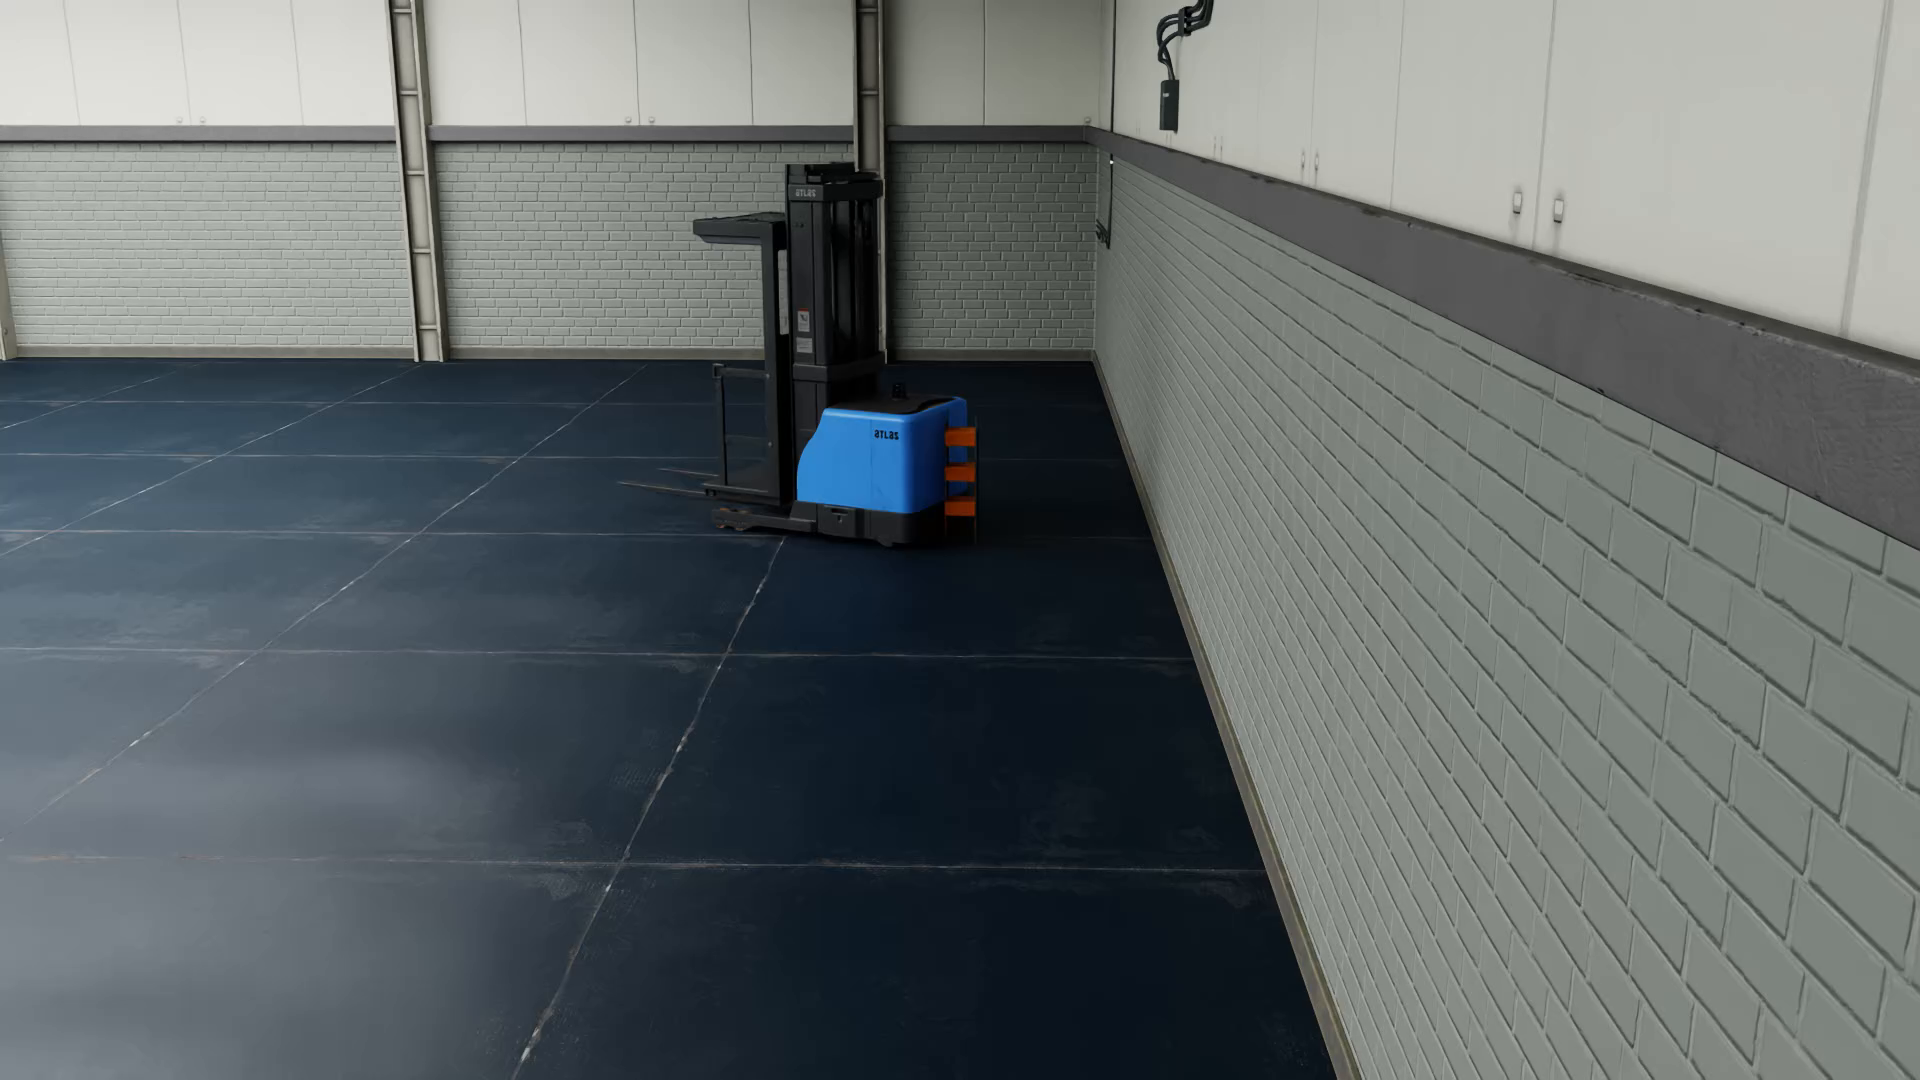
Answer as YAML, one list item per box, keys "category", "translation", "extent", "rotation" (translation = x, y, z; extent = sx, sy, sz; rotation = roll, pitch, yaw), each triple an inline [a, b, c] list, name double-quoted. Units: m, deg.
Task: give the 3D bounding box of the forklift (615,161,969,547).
- category: "forklift"
  translation: [-1.480, -1.602, 13.666]
  extent: [3.031, 2.935, 1.130]
  rotation: [7, 16, 26]

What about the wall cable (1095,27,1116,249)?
- category: "wall cable"
  translation: [1.734, -4.906, 20.381]
  extent: [0.112, 2.526, 3.097]
  rotation: [0, 15, 1]

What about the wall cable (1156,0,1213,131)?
- category: "wall cable"
  translation: [1.475, -5.631, 10.376]
  extent: [0.169, 6.003, 2.305]
  rotation: [0, 15, 1]

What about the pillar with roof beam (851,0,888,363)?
- category: "pillar with roof beam"
  translation: [-1.287, -5.666, 17.175]
  extent: [0.400, 9.000, 9.100]
  rotation: [0, 15, 1]

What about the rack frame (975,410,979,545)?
- category: "rack frame"
  translation: [0.133, -0.492, 13.146]
  extent: [0.008, 1.050, 0.200]
  rotation: [2, 15, 6]

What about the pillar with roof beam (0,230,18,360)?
- category: "pillar with roof beam"
  translation: [-13.284, -5.744, 17.471]
  extent: [0.400, 9.000, 9.100]
  rotation: [0, 15, 1]

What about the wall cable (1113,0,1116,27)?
- category: "wall cable"
  translation: [1.665, -6.658, 17.122]
  extent: [0.112, 2.526, 3.097]
  rotation: [0, 15, 1]

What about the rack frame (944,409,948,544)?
- category: "rack frame"
  translation: [-0.109, -0.499, 13.174]
  extent: [0.008, 1.050, 0.200]
  rotation: [2, 15, 6]

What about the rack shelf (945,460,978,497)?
- category: "rack shelf"
  translation: [0.012, -0.485, 13.163]
  extent: [0.240, 0.259, 0.215]
  rotation: [2, 15, 6]

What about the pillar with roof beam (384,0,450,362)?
- category: "pillar with roof beam"
  translation: [-7.286, -5.705, 17.323]
  extent: [0.400, 9.000, 9.100]
  rotation: [0, 15, 1]

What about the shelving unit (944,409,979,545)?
- category: "shelving unit"
  translation: [0.012, -0.496, 13.160]
  extent: [0.252, 1.050, 0.215]
  rotation: [2, 15, 6]

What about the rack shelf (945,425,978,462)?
- category: "rack shelf"
  translation: [0.012, -0.760, 13.090]
  extent: [0.240, 0.259, 0.215]
  rotation: [2, 15, 6]

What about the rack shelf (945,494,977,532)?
- category: "rack shelf"
  translation: [0.012, -0.217, 13.234]
  extent: [0.240, 0.259, 0.215]
  rotation: [2, 15, 6]
